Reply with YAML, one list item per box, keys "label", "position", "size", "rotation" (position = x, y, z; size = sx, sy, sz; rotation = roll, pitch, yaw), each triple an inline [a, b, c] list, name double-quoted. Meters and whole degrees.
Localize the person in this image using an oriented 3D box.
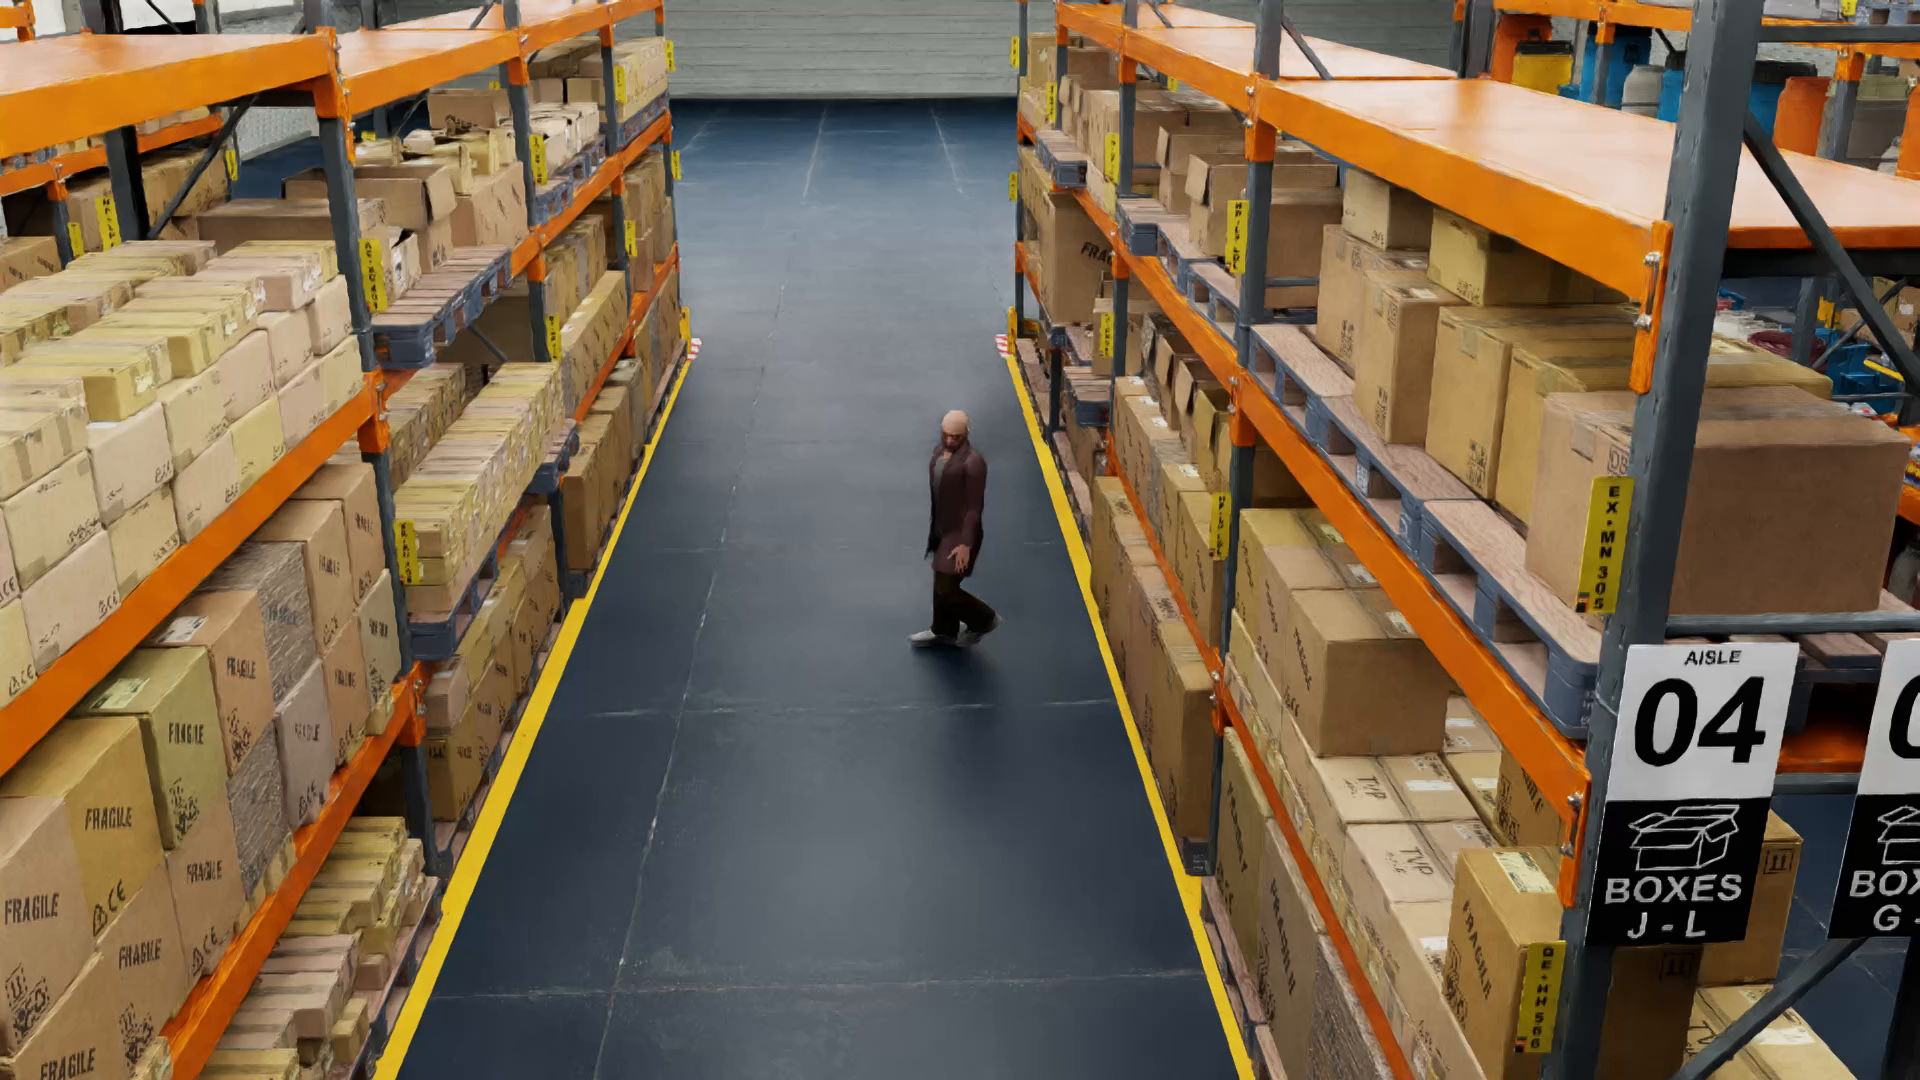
- label: "person"
  position: [-0.002, 0.047, 11.218]
  size: [0.555, 1.572, 0.640]
  rotation: [-10, 22, -26]
